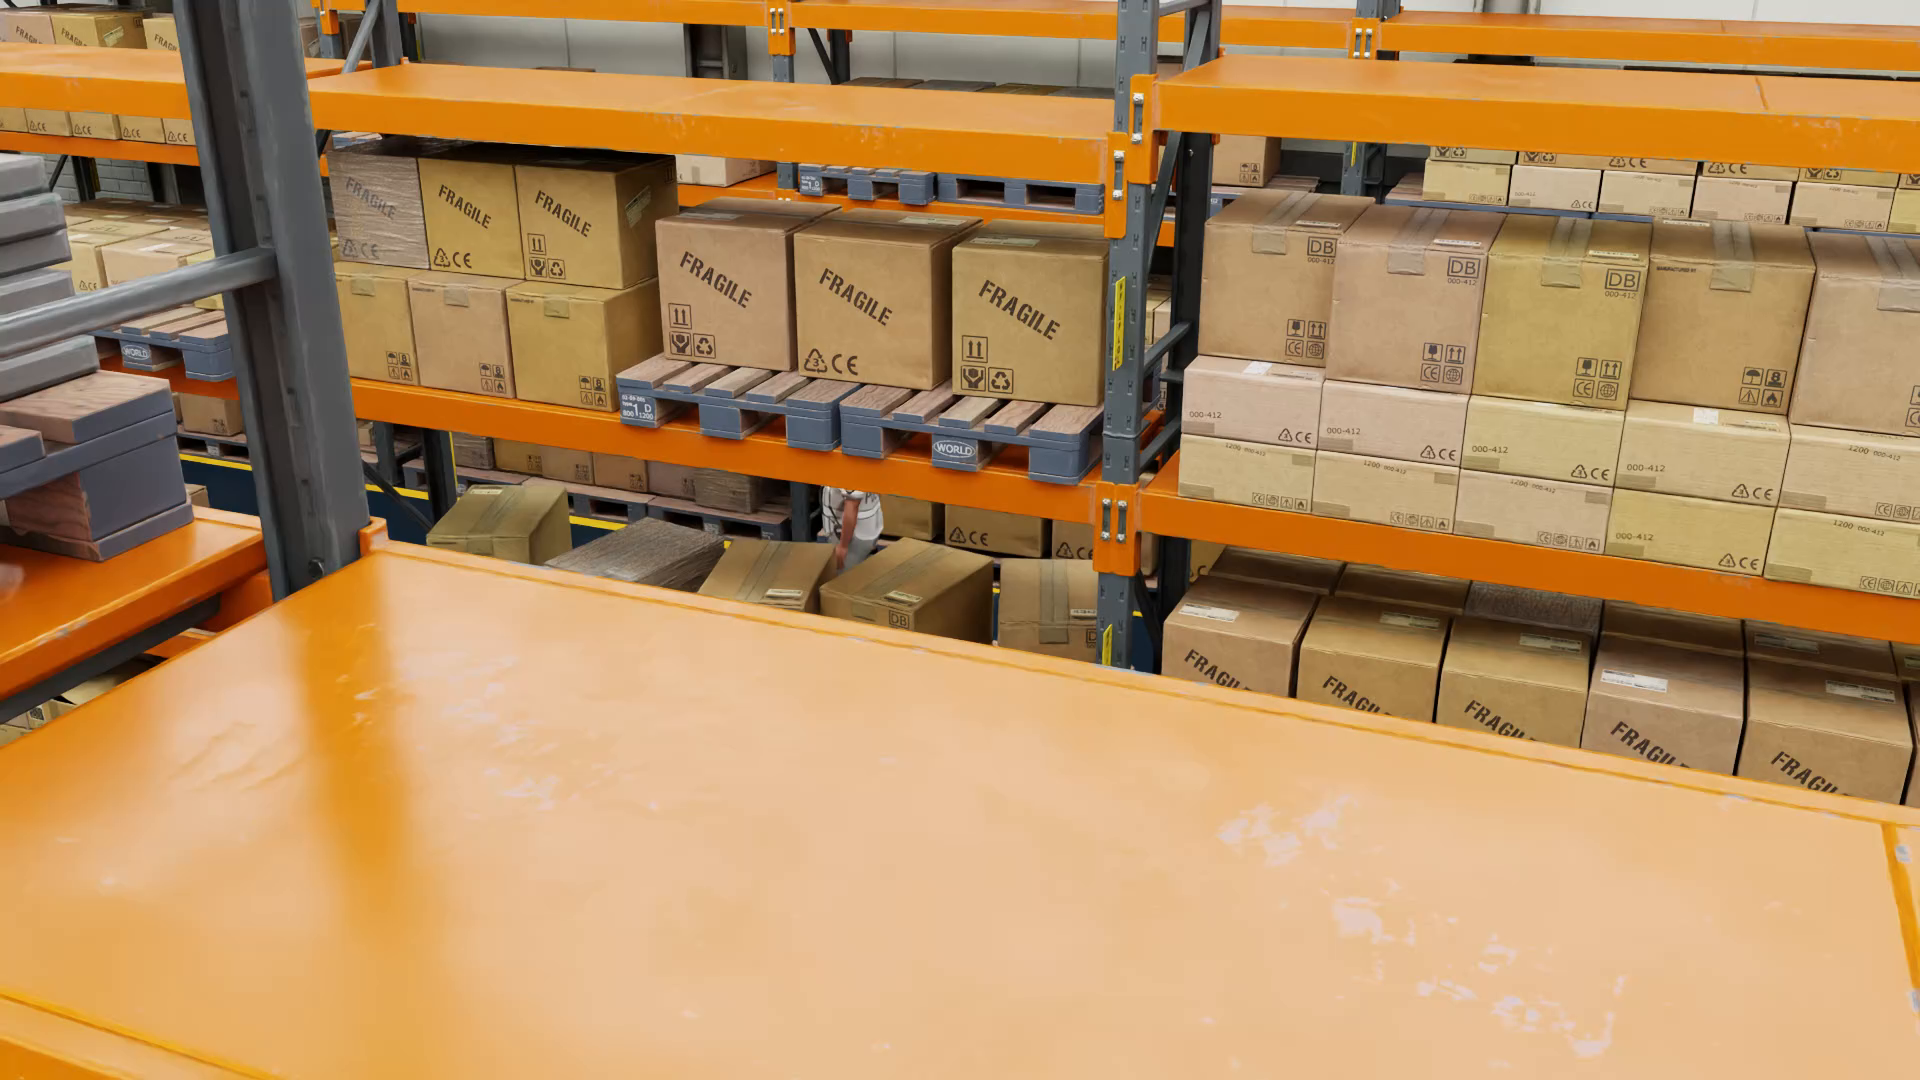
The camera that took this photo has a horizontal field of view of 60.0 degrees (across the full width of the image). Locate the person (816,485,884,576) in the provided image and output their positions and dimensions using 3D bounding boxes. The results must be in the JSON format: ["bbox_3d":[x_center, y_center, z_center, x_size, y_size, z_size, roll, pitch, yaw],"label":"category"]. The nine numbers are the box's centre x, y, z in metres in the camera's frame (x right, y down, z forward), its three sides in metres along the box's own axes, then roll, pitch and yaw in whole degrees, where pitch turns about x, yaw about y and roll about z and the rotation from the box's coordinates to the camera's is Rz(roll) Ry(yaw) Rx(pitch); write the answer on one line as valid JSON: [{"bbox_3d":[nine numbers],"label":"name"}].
[{"bbox_3d":[-0.767,-0.028,10.999,0.494,1.785,0.608,7,23,17],"label":"person"}]
